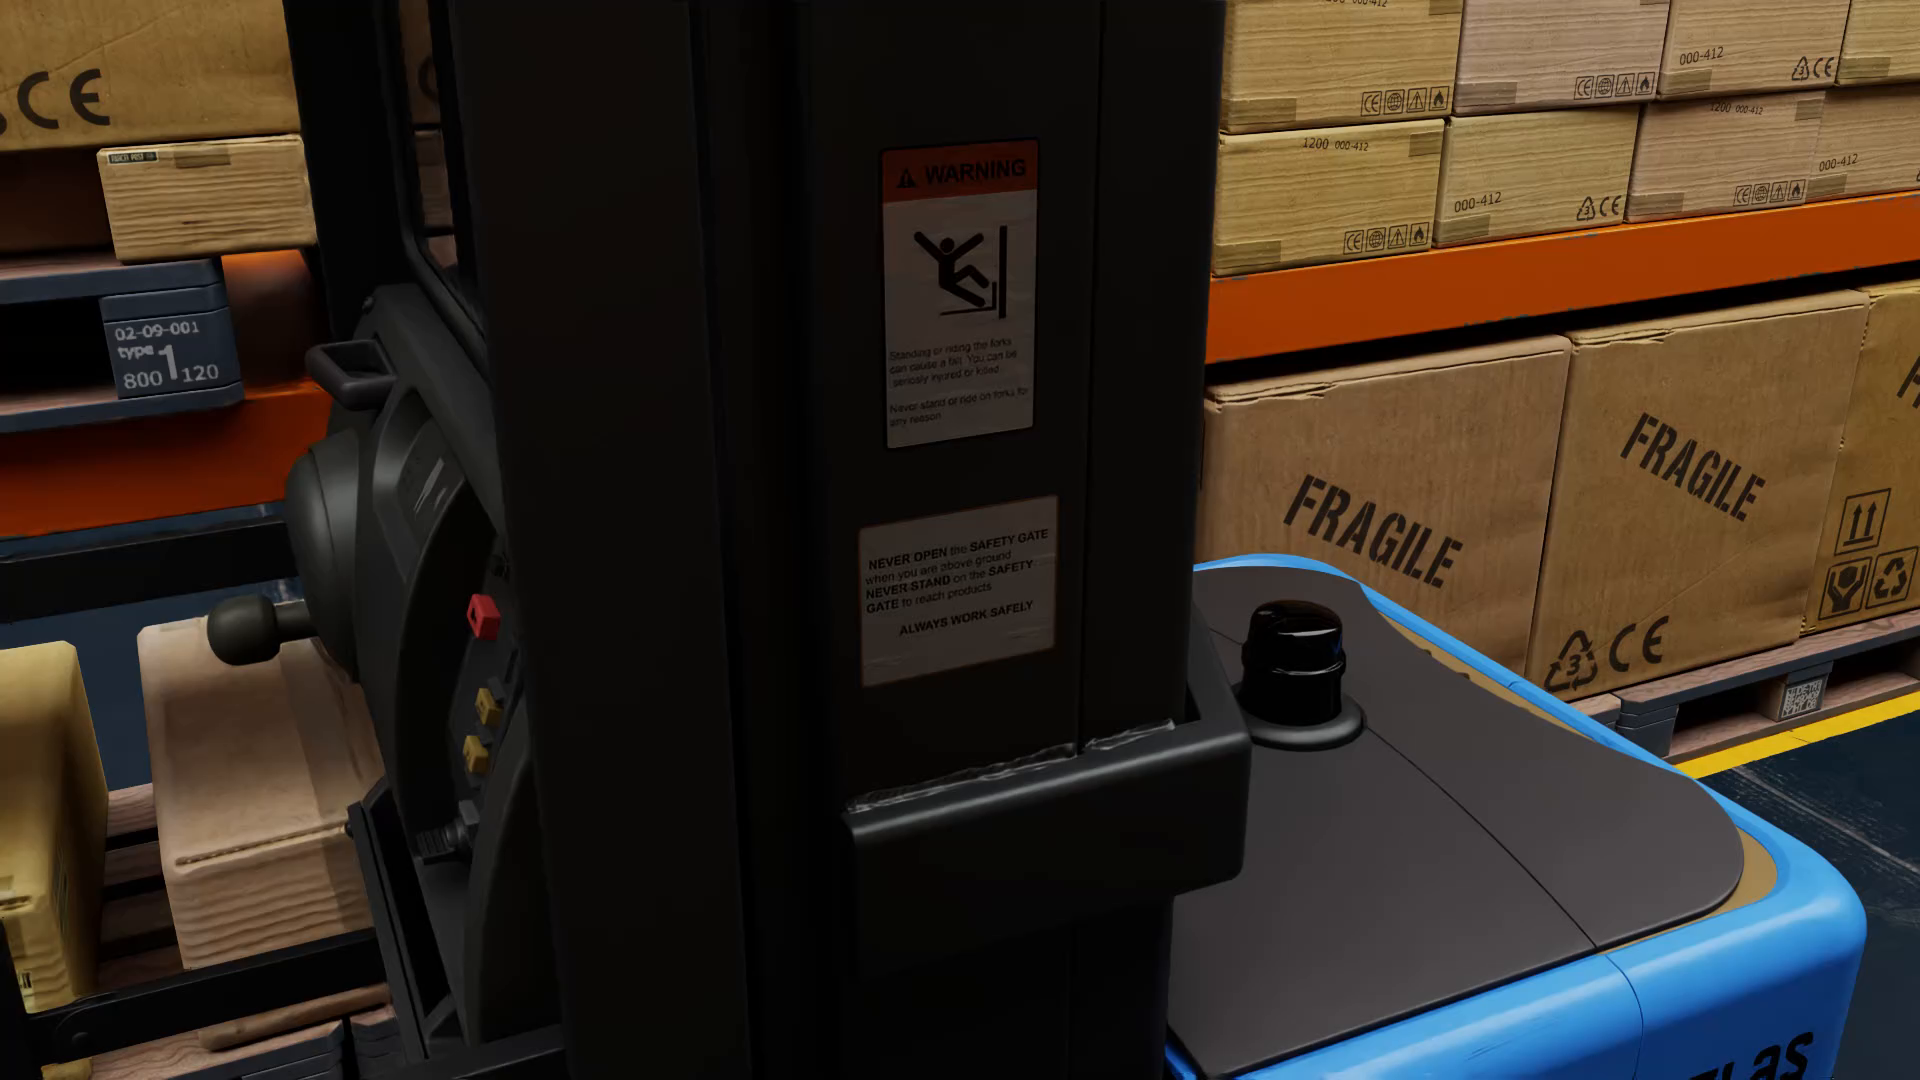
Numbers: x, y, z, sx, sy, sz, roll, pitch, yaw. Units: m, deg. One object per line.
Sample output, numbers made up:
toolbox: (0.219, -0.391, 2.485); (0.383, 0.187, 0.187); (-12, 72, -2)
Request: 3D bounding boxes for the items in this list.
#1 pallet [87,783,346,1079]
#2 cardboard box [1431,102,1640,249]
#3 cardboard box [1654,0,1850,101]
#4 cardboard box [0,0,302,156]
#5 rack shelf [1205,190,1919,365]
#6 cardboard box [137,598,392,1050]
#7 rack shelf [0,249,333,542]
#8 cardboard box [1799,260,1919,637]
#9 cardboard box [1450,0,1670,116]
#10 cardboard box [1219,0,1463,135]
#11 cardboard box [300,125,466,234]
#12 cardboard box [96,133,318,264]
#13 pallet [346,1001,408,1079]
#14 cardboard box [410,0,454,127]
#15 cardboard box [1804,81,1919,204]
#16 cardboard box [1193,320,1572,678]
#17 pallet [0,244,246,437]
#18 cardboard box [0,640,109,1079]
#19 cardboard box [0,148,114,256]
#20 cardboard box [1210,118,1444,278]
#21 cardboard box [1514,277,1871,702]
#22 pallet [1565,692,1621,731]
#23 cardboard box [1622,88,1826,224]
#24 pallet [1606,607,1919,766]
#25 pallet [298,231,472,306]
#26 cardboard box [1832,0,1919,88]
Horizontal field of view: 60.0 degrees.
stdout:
pallet: (-1.782, 0.833, 2.962); (1.213, 0.211, 1.003); (-10, 25, -24)
cardboard box: (1.026, -0.802, 3.462); (0.500, 0.250, 0.500); (-11, 25, -25)
cardboard box: (1.505, -1.110, 3.552); (0.500, 0.250, 0.500); (-11, 25, -24)
cardboard box: (-1.184, -0.818, 2.237); (0.500, 0.500, 0.500); (-12, 25, -27)
rack shelf: (1.823, -0.785, 4.165); (4.000, 0.370, 1.077); (-10, 25, -24)
cardboard box: (-1.154, 0.450, 3.128); (0.625, 0.372, 0.950); (-11, 25, -25)
rack shelf: (-1.781, -0.122, 2.562); (4.000, 0.370, 1.077); (-10, 25, -24)
cardboard box: (2.290, -0.379, 4.472); (0.875, 0.875, 0.875); (-10, 24, -22)
cardboard box: (1.051, -1.032, 3.363); (0.500, 0.250, 0.500); (-10, 24, -22)
cardboard box: (0.584, -0.946, 3.157); (0.500, 0.250, 0.500); (-11, 25, -24)
cardboard box: (-0.821, -0.563, 2.466); (0.250, 0.149, 0.380); (-12, 25, -26)
cardboard box: (-1.063, -0.512, 2.344); (0.250, 0.149, 0.380); (-10, 24, -23)
pallet: (-0.684, 0.632, 3.448); (1.213, 0.211, 1.003); (-10, 25, -24)
cardboard box: (-0.729, -0.903, 2.440); (0.500, 0.500, 0.500); (-11, 25, -24)
cardboard box: (1.944, -0.970, 3.868); (0.500, 0.250, 0.500); (-10, 25, -24)
cardboard box: (0.679, -0.084, 3.760); (0.875, 0.875, 0.875); (-11, 25, -24)
pallet: (-1.745, -0.355, 2.435); (1.213, 0.211, 1.003); (-10, 25, -24)
cardboard box: (-1.840, 0.574, 2.829); (0.625, 0.372, 0.950); (-10, 24, -22)
cardboard box: (-1.344, -0.514, 2.349); (0.250, 0.149, 0.380); (-10, 25, -23)
cardboard box: (0.571, -0.711, 3.241); (0.500, 0.250, 0.500); (-11, 25, -25)
cardboard box: (1.485, -0.230, 4.114); (0.875, 0.875, 0.875); (-10, 25, -23)
pallet: (0.764, 0.398, 4.013); (1.213, 0.211, 1.003); (-10, 25, -24)
cardboard box: (1.501, -0.887, 3.667); (0.500, 0.250, 0.500); (-10, 24, -22)
pallet: (1.862, 0.197, 4.498); (1.213, 0.211, 1.003); (-10, 25, -24)
pallet: (-0.575, -0.542, 2.889); (1.003, 0.211, 1.213); (-10, 25, -24)
cardboard box: (1.968, -1.190, 3.745); (0.500, 0.250, 0.500); (-10, 24, -23)
